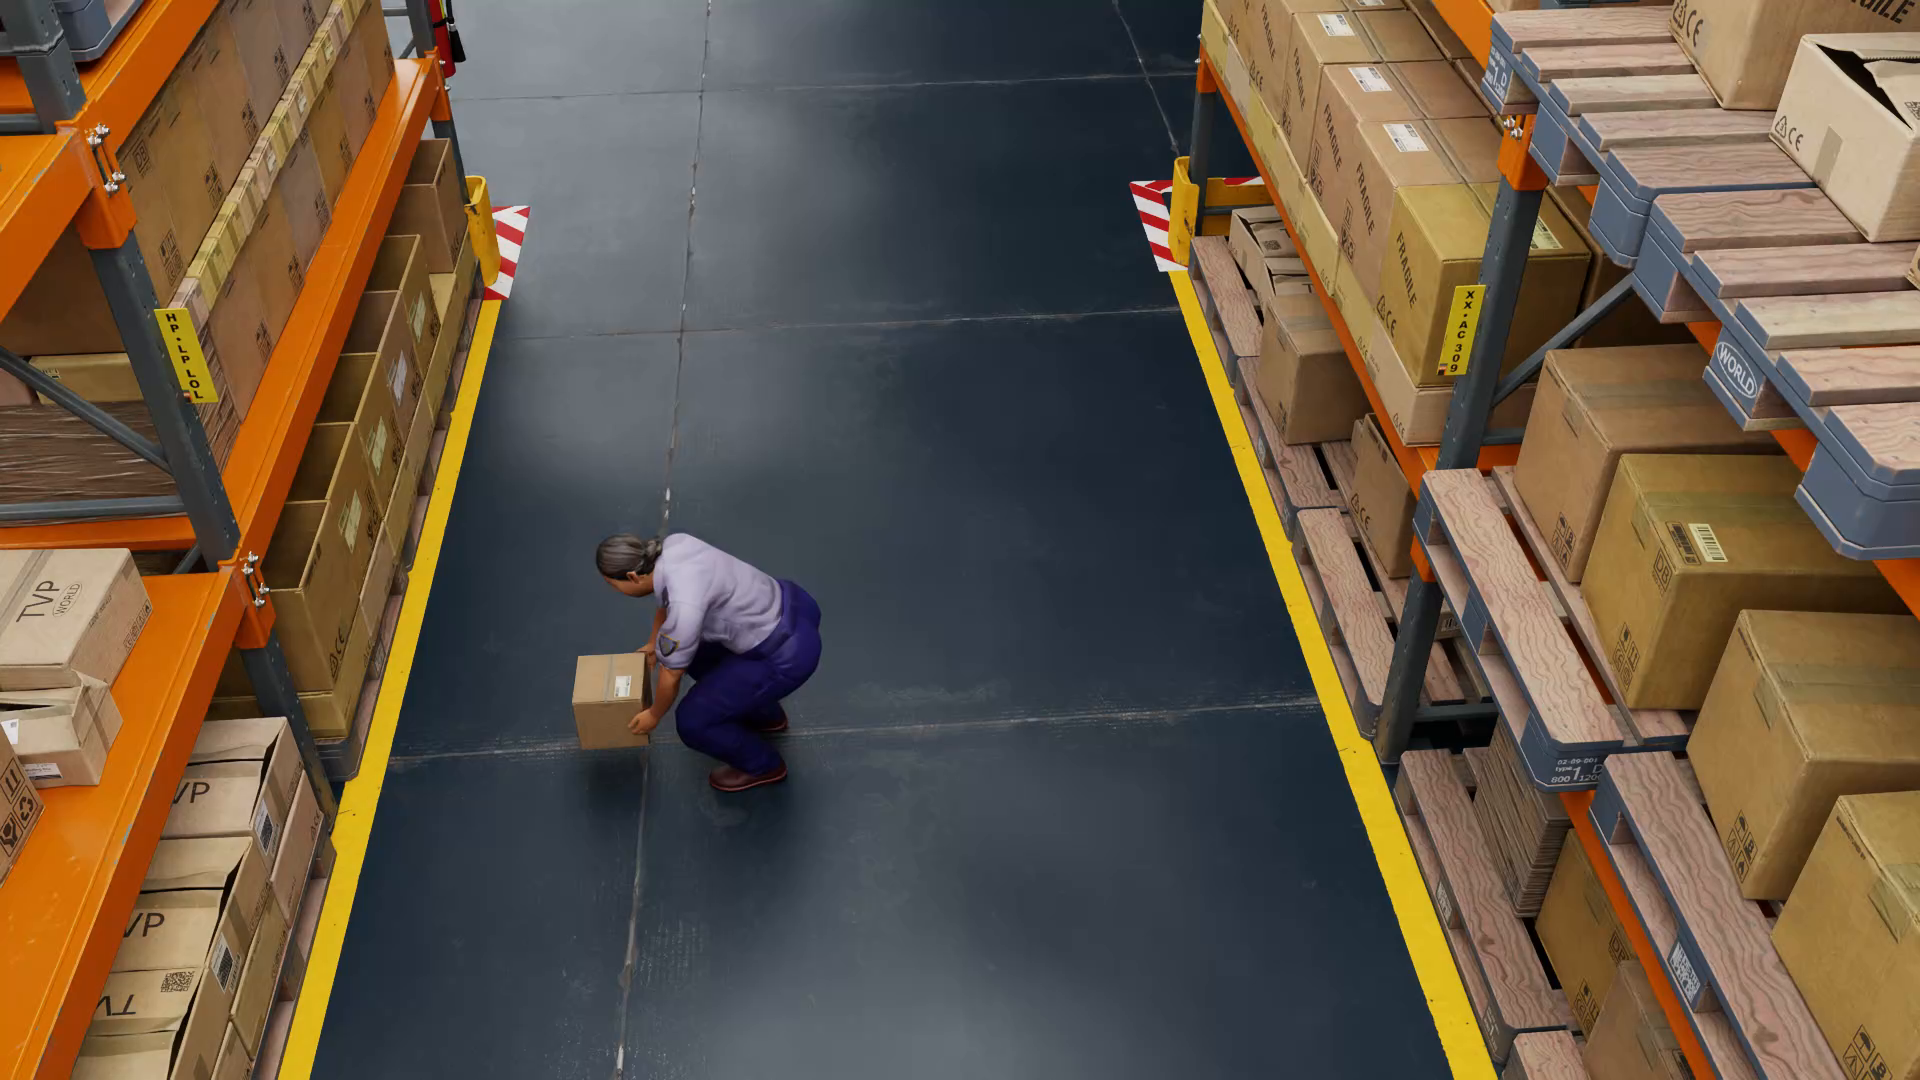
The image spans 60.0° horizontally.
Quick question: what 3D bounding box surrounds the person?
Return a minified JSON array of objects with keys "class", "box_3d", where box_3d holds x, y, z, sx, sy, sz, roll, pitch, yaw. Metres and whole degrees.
[{"class":"person","box_3d":[-0.879,0.409,6.069,0.755,1.147,0.540,-3,39,-4]}]
